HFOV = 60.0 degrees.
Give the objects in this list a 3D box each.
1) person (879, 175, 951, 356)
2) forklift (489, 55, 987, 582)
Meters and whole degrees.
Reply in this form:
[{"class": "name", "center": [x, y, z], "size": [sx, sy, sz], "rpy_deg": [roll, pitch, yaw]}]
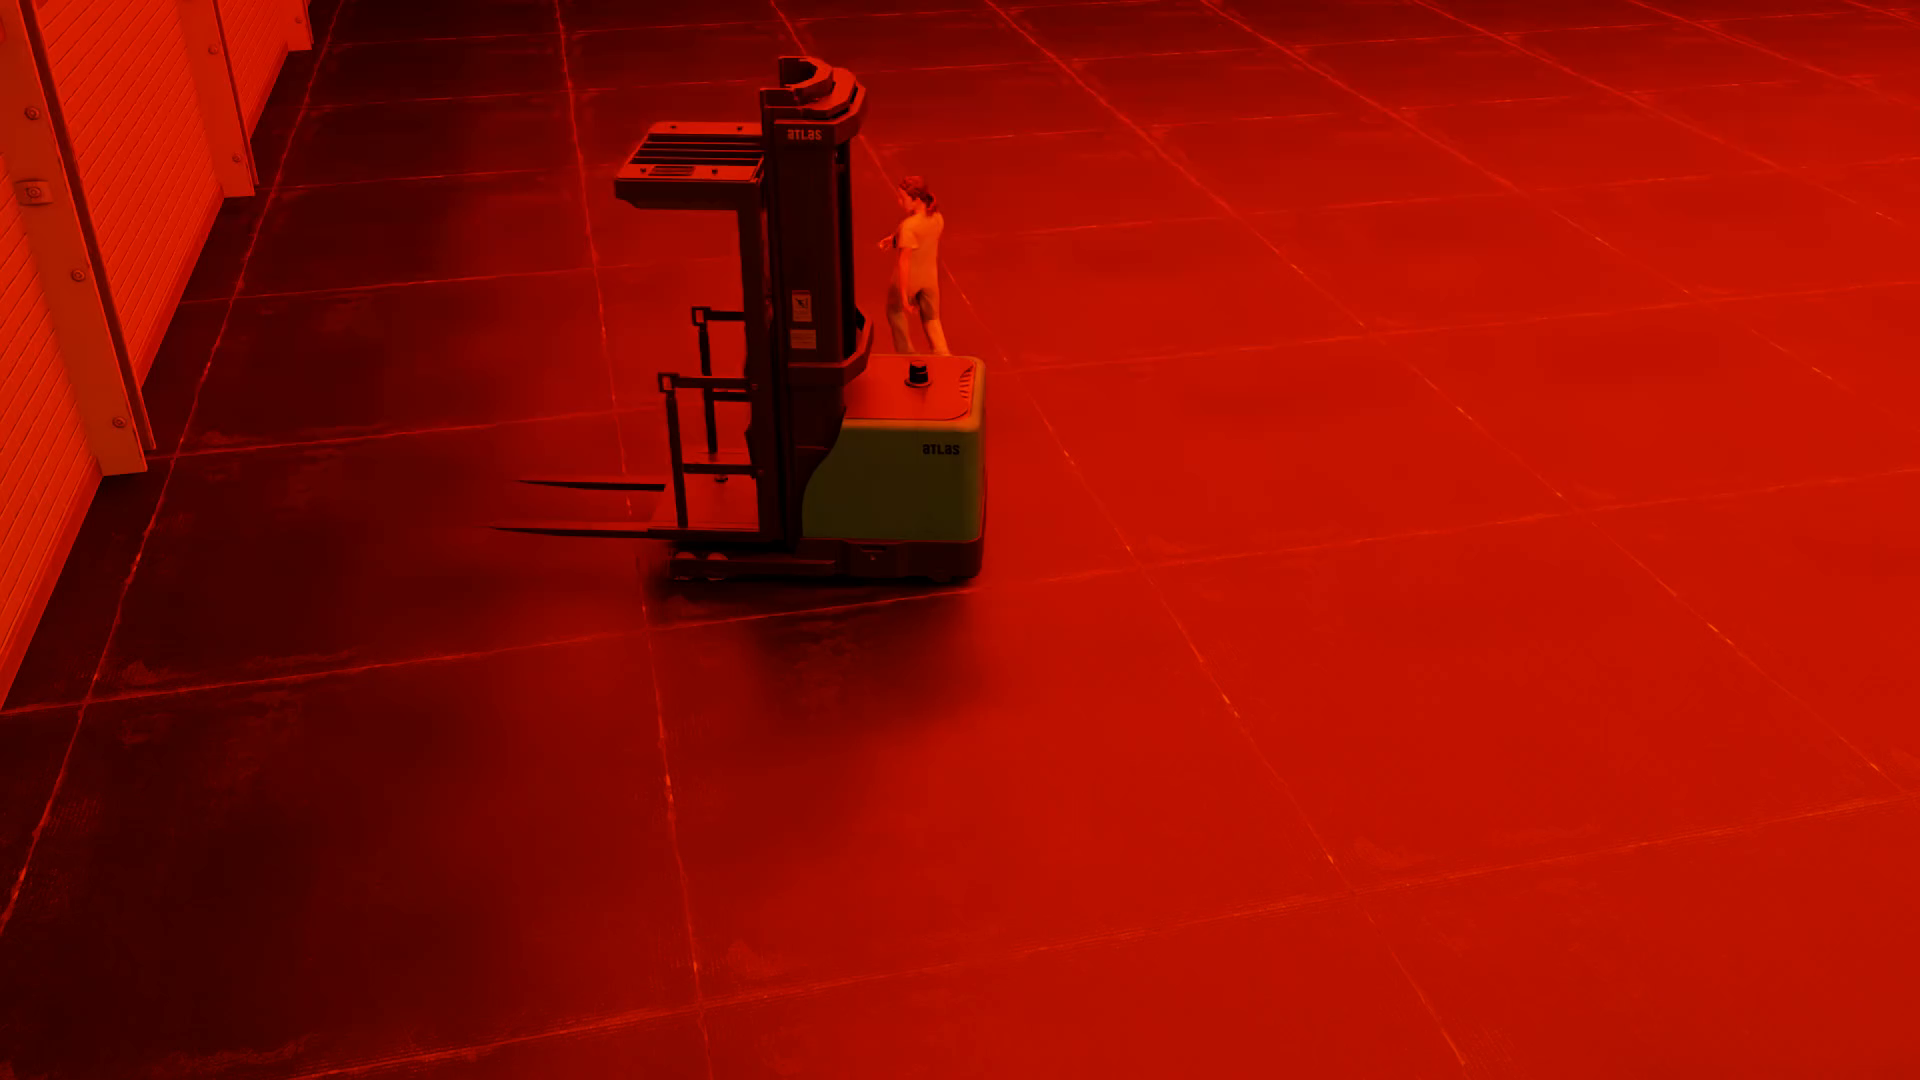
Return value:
[{"class": "person", "center": [-0.337, -1.912, 12.234], "size": [0.496, 1.597, 0.774], "rpy_deg": [-14, 33, -23]}, {"class": "forklift", "center": [-1.362, -1.284, 9.792], "size": [3.031, 2.935, 1.130], "rpy_deg": [2, 30, 3]}]
